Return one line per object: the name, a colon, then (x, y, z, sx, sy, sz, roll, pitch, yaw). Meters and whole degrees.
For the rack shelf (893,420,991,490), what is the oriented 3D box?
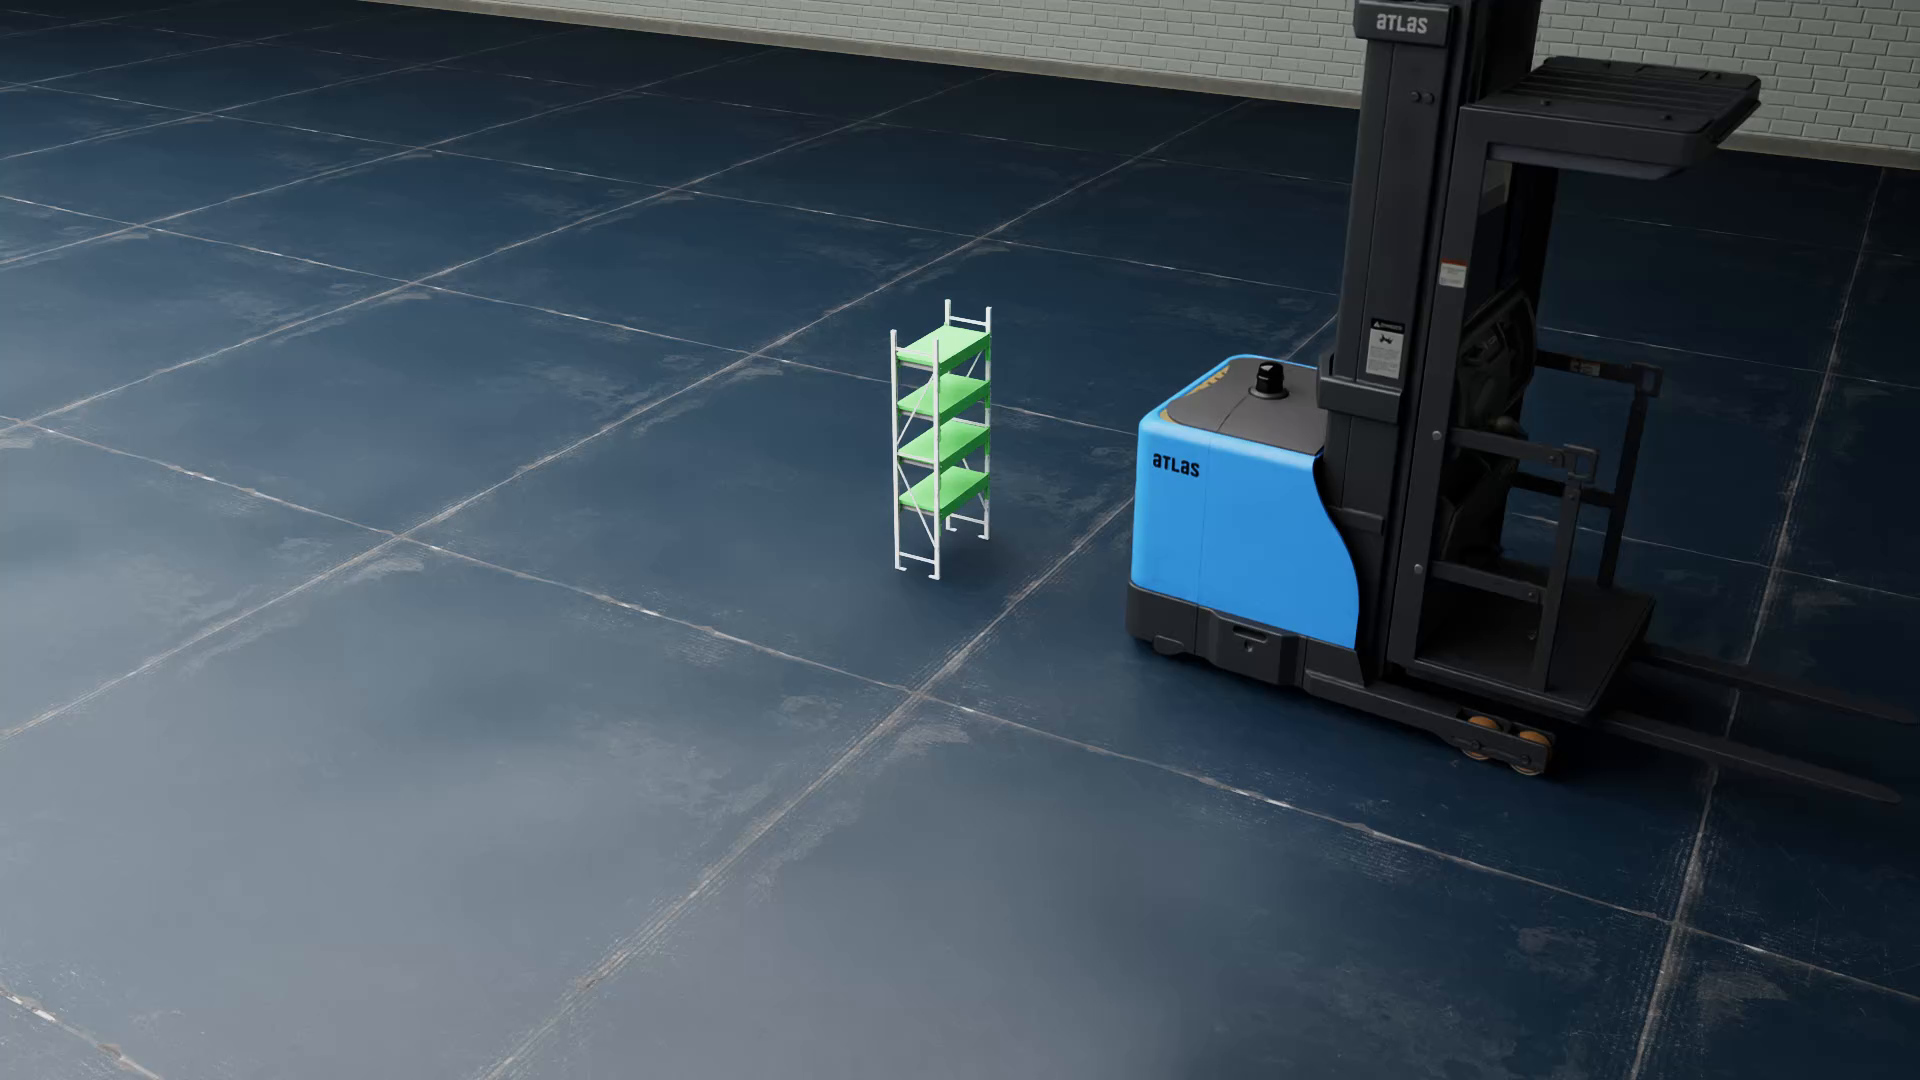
rack shelf: (-0.081, -0.415, 7.881, 0.258, 0.148, 0.480, 14, 30, 26)

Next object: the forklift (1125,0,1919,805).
forklift: (2.241, -0.673, 6.320, 3.031, 2.935, 1.130, 16, 31, 29)

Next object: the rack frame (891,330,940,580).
rack frame: (-0.201, -0.377, 7.663, 0.240, 1.200, 0.015, 14, 30, 26)

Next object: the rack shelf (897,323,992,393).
rack shelf: (-0.081, -0.844, 7.666, 0.258, 0.148, 0.480, 14, 30, 26)

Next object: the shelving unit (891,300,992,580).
shelving unit: (-0.081, -0.472, 7.853, 0.258, 1.200, 0.503, 14, 30, 26)

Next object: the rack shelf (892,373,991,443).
rack shelf: (-0.081, -0.630, 7.774, 0.258, 0.148, 0.480, 14, 30, 26)

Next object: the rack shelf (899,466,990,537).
rack shelf: (-0.081, -0.200, 7.989, 0.258, 0.148, 0.480, 14, 30, 26)

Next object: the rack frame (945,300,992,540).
rack frame: (0.039, -0.567, 8.043, 0.240, 1.200, 0.015, 14, 30, 26)
